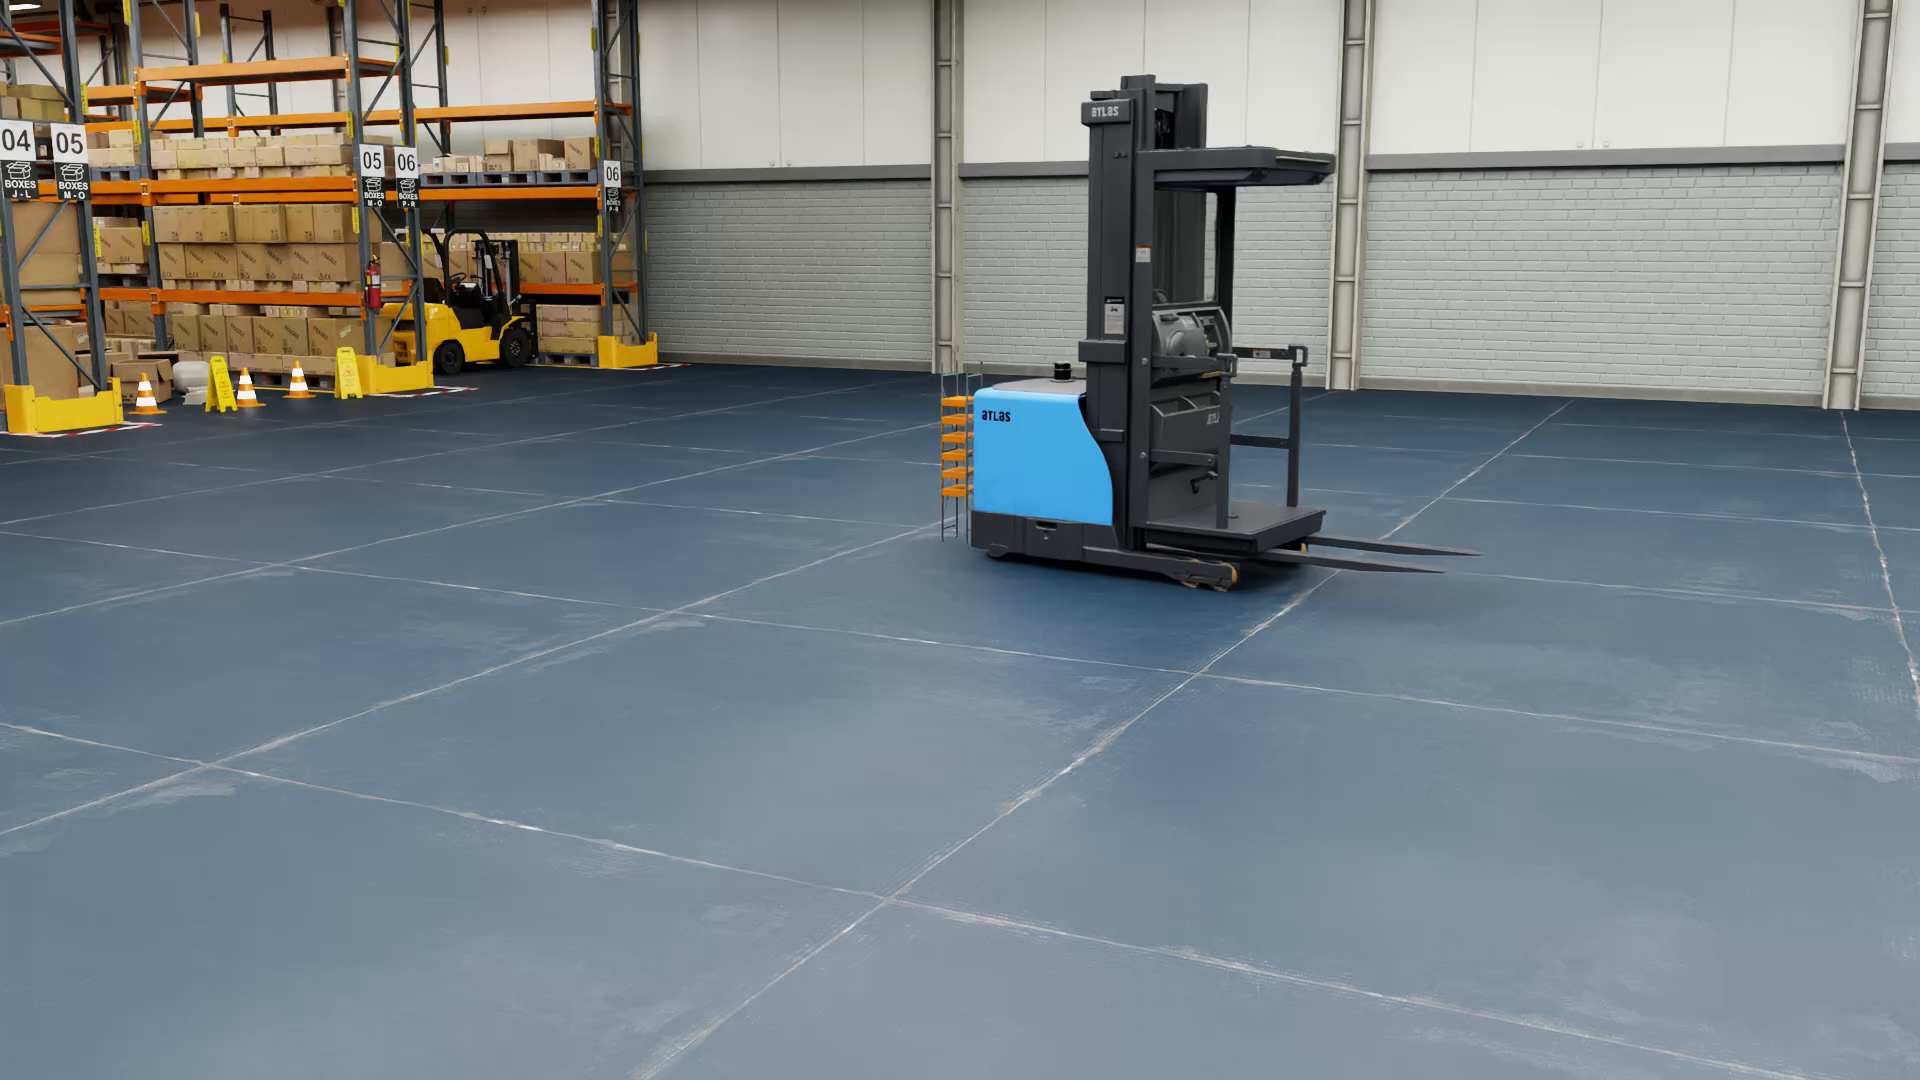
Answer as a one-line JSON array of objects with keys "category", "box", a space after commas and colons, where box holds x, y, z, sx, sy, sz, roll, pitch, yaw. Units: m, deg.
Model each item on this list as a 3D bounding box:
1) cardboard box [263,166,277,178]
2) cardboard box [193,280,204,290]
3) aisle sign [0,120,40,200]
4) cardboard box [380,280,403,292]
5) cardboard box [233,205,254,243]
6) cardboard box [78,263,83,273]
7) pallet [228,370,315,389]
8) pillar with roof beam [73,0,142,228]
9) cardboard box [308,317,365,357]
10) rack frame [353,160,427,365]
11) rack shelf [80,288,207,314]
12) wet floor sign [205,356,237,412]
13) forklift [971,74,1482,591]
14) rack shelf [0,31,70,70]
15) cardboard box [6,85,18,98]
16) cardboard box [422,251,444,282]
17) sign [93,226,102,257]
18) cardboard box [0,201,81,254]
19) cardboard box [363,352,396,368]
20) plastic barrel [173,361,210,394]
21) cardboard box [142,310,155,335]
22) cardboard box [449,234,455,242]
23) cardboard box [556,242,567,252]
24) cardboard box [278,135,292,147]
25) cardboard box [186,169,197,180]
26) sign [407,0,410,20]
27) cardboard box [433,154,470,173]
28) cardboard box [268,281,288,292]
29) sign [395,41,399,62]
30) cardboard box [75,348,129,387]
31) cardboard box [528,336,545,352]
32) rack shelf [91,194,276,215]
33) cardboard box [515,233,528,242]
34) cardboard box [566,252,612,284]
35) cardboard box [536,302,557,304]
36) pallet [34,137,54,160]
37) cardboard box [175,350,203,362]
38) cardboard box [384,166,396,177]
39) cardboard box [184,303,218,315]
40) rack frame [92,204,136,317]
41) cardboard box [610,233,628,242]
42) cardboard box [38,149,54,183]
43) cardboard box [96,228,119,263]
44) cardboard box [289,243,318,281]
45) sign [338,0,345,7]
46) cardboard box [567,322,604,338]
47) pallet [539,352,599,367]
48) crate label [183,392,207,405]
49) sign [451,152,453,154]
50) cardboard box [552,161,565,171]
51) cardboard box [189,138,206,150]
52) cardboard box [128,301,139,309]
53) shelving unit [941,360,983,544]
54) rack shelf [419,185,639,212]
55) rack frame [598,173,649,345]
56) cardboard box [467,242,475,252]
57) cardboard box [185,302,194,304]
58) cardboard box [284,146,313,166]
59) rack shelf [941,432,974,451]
[{"category": "cardboard box", "box": [-9.114, -4.927, 22.313, 0.250, 0.149, 0.380, 5, 11, 24]}, {"category": "cardboard box", "box": [-10.480, -3.574, 23.258, 0.250, 0.149, 0.380, 5, 11, 26]}, {"category": "aisle sign", "box": [-9.703, -3.913, 17.128, 0.004, 0.787, 0.394, 5, 11, 26]}, {"category": "cardboard box", "box": [-7.747, -3.422, 22.420, 0.250, 0.149, 0.380, 5, 11, 26]}, {"category": "cardboard box", "box": [-9.428, -4.305, 22.671, 0.500, 0.500, 0.700, 5, 11, 25]}, {"category": "cardboard box", "box": [-12.614, -3.963, 24.231, 0.250, 0.149, 0.380, 5, 11, 26]}, {"category": "pallet", "box": [-9.405, -2.286, 23.266, 1.213, 0.211, 1.003, 5, 11, 26]}, {"category": "pillar with roof beam", "box": [-18.233, -7.688, 28.439, 0.548, 9.000, 9.100, 5, 11, 26]}, {"category": "cardboard box", "box": [-8.368, -2.730, 22.327, 0.500, 0.500, 0.500, 5, 11, 26]}, {"category": "rack frame", "box": [-7.534, -3.486, 22.068, 0.127, 3.000, 1.000, 5, 11, 26]}, {"category": "rack shelf", "box": [-12.915, -3.605, 24.744, 4.000, 0.370, 1.077, 5, 11, 26]}, {"category": "wet floor sign", "box": [-8.732, -1.843, 19.600, 0.232, 0.644, 0.267, 3, 11, 16]}, {"category": "forklift", "box": [1.571, -1.253, 9.922, 3.031, 2.935, 1.130, 7, 12, 34]}, {"category": "rack shelf", "box": [-11.428, -5.246, 18.092, 4.000, 0.370, 1.077, 5, 11, 26]}, {"category": "cardboard box", "box": [-10.017, -4.785, 17.829, 0.250, 0.149, 0.380, 5, 11, 26]}, {"category": "cardboard box", "box": [-8.646, -4.567, 27.758, 0.500, 0.500, 0.500, 5, 11, 24]}, {"category": "sign", "box": [-9.383, -3.240, 18.058, 0.005, 0.325, 0.100, 5, 11, 26]}, {"category": "cardboard box", "box": [-9.950, -3.328, 17.742, 0.550, 0.550, 0.875, 5, 11, 26]}, {"category": "cardboard box", "box": [-8.135, -2.447, 22.870, 0.500, 0.250, 0.500, 5, 11, 25]}, {"category": "plastic barrel", "box": [-10.057, -2.139, 21.860, 0.512, 0.421, 0.421, -4, 11, -23]}, {"category": "cardboard box", "box": [-14.841, -4.047, 31.006, 0.500, 0.500, 0.500, 5, 11, 24]}, {"category": "cardboard box", "box": [-8.267, -5.011, 27.560, 0.250, 0.149, 0.380, 5, 11, 25]}, {"category": "cardboard box", "box": [-6.224, -4.675, 26.538, 0.250, 0.149, 0.380, 5, 12, 27]}, {"category": "cardboard box", "box": [-8.840, -5.302, 22.148, 0.250, 0.149, 0.380, 5, 11, 26]}, {"category": "cardboard box", "box": [-10.469, -5.058, 23.038, 0.250, 0.149, 0.380, 5, 11, 26]}, {"category": "sign", "box": [-7.294, -7.023, 21.922, 0.005, 0.325, 0.100, 5, 11, 26]}, {"category": "cardboard box", "box": [-8.290, -6.178, 27.308, 0.500, 0.311, 0.500, 5, 12, 27]}, {"category": "cardboard box", "box": [-9.142, -3.447, 22.559, 0.250, 0.149, 0.380, 5, 11, 25]}, {"category": "sign", "box": [-9.158, -7.957, 27.082, 0.005, 0.325, 0.100, 5, 11, 26]}, {"category": "cardboard box", "box": [-11.072, -2.131, 21.208, 0.503, 0.637, 0.797, 5, 11, 26]}, {"category": "cardboard box", "box": [-6.789, -3.201, 27.033, 0.500, 0.250, 0.500, 5, 11, 26]}, {"category": "rack shelf", "box": [-14.309, -6.189, 30.600, 4.000, 0.370, 1.077, 5, 11, 26]}, {"category": "cardboard box", "box": [-6.945, -4.873, 26.793, 0.250, 0.149, 0.380, 5, 12, 27]}, {"category": "cardboard box", "box": [-5.899, -4.325, 26.423, 0.500, 0.500, 0.500, 5, 11, 25]}, {"category": "cardboard box", "box": [-7.039, -3.814, 27.615, 0.500, 0.250, 0.500, 5, 11, 25]}, {"category": "pallet", "box": [-10.304, -4.176, 17.710, 1.213, 0.211, 1.003, 5, 11, 26]}, {"category": "cardboard box", "box": [-10.712, -2.565, 23.521, 0.500, 0.250, 0.500, 4, 11, 23]}, {"category": "cardboard box", "box": [-7.688, -4.916, 22.254, 0.250, 0.149, 0.380, 5, 11, 26]}, {"category": "cardboard box", "box": [-10.626, -3.234, 23.290, 0.250, 0.149, 0.380, 5, 11, 27]}, {"category": "rack frame", "box": [-16.103, -5.224, 31.674, 0.127, 3.000, 1.000, 5, 11, 26]}, {"category": "cardboard box", "box": [-5.548, -4.854, 26.691, 0.250, 0.149, 0.380, 5, 11, 25]}, {"category": "cardboard box", "box": [-13.328, -5.527, 24.635, 0.637, 0.503, 0.797, 5, 11, 26]}, {"category": "cardboard box", "box": [-12.083, -4.242, 23.950, 0.500, 0.500, 0.500, 5, 11, 26]}, {"category": "cardboard box", "box": [-8.590, -3.720, 22.247, 0.500, 0.500, 0.500, 5, 11, 26]}, {"category": "sign", "box": [-7.798, -6.888, 20.955, 0.005, 0.325, 0.100, 5, 11, 26]}, {"category": "cardboard box", "box": [-5.916, -3.367, 26.548, 0.500, 0.250, 0.500, 5, 11, 25]}, {"category": "pallet", "box": [-6.046, -2.960, 26.994, 1.213, 0.211, 1.003, 5, 11, 26]}, {"category": "crate label", "box": [-9.410, -1.753, 20.531, 0.298, 0.136, 0.250, -1, 10, -4]}, {"category": "sign", "box": [-8.684, -6.452, 28.361, 0.005, 0.325, 0.100, 5, 11, 26]}, {"category": "cardboard box", "box": [-6.219, -5.904, 26.251, 0.250, 0.149, 0.380, 5, 11, 24]}, {"category": "cardboard box", "box": [-10.281, -5.406, 22.720, 0.250, 0.149, 0.380, 5, 11, 25]}, {"category": "cardboard box", "box": [-15.381, -4.422, 31.257, 0.250, 0.149, 0.380, 4, 11, 23]}, {"category": "shelving unit", "box": [0.013, -0.589, 11.117, 0.189, 1.200, 0.258, 5, 11, 26]}, {"category": "rack shelf", "box": [-7.135, -5.558, 27.117, 4.000, 0.370, 1.077, 5, 11, 26]}, {"category": "rack frame", "box": [-5.341, -4.279, 26.449, 0.127, 3.000, 1.000, 5, 11, 26]}, {"category": "cardboard box", "box": [-7.857, -4.807, 27.265, 0.250, 0.149, 0.380, 5, 11, 25]}, {"category": "cardboard box", "box": [-13.986, -4.295, 30.560, 0.250, 0.149, 0.380, 5, 11, 25]}, {"category": "cardboard box", "box": [-8.557, -5.074, 22.004, 0.500, 0.250, 0.500, 5, 11, 25]}, {"category": "rack shelf", "box": [0.013, -0.664, 11.104, 0.180, 0.103, 0.258, 5, 11, 26]}]
